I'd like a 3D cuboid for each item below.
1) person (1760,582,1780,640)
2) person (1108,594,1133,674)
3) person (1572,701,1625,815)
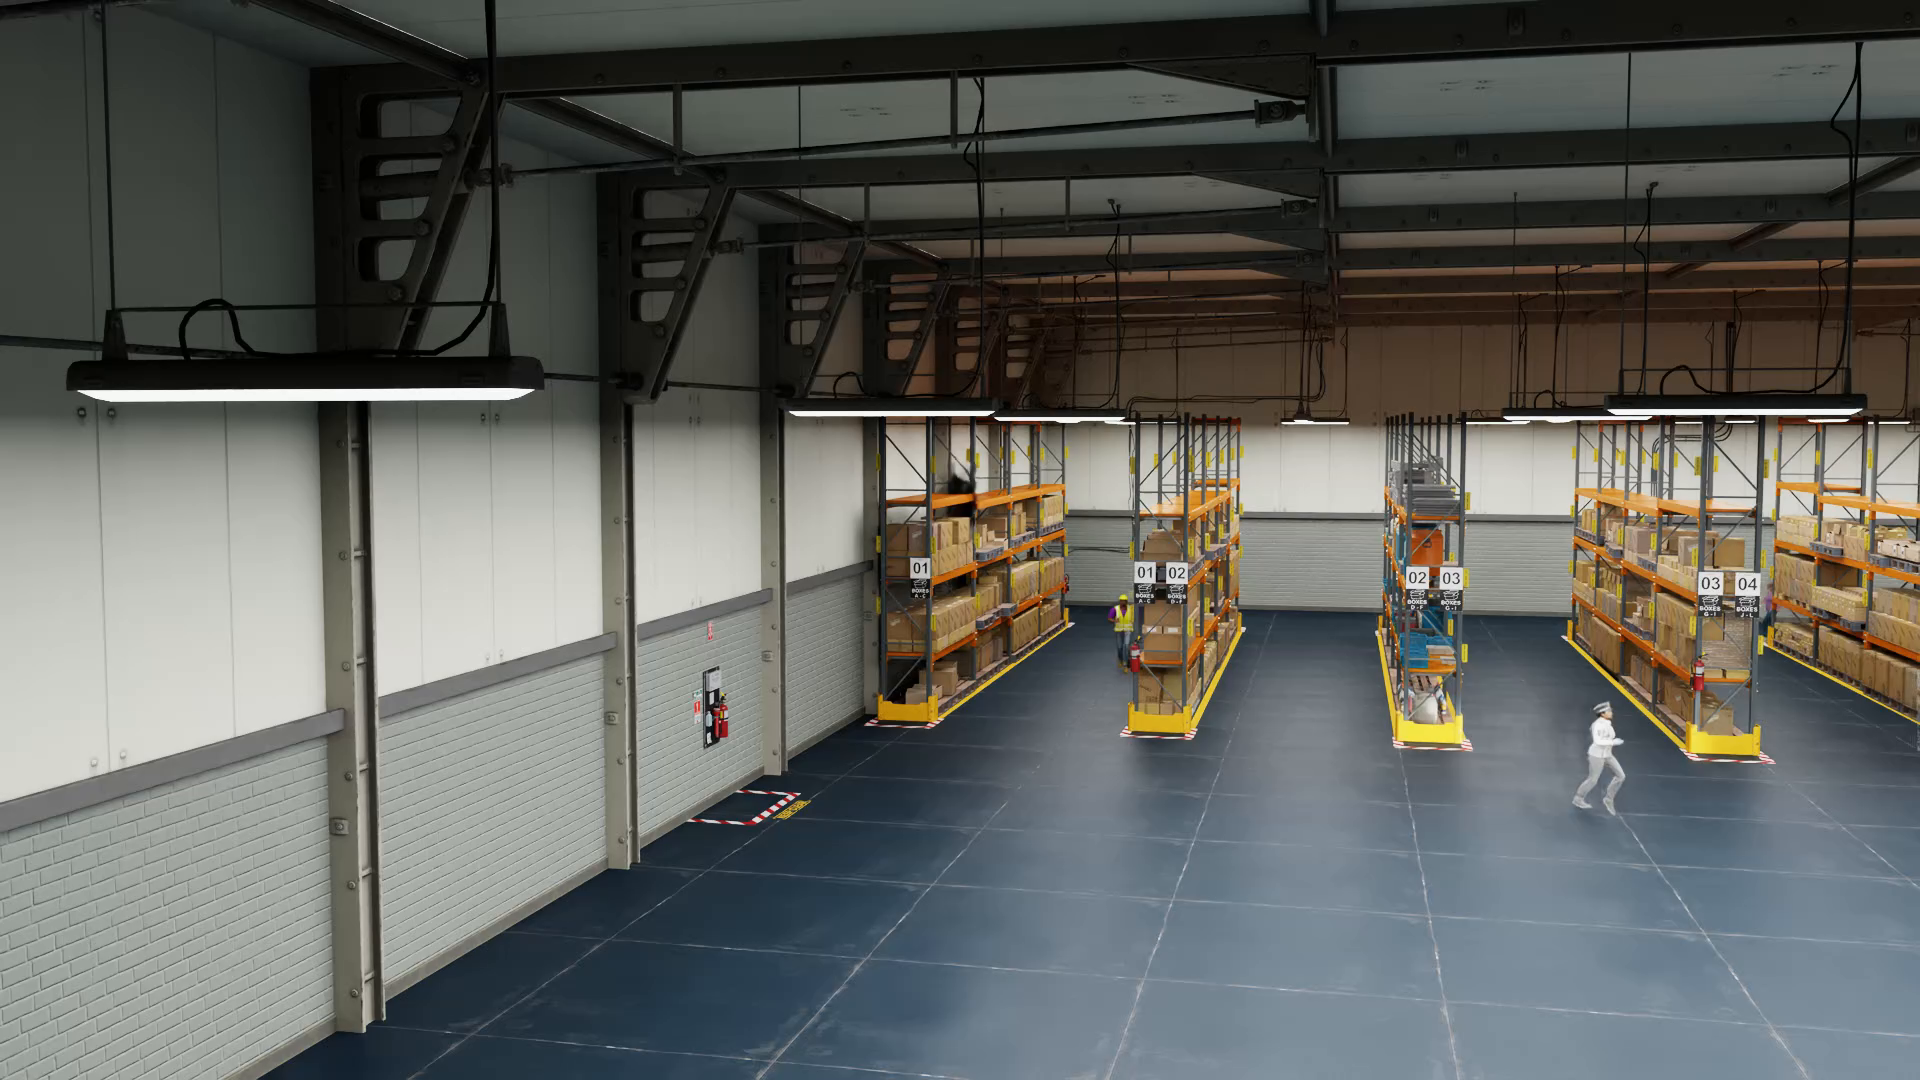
[{"bbox_3d":[21.753,1.928,44.493,0.818,1.602,0.578,1,4,9],"label":"person"},{"bbox_3d":[3.803,2.166,38.836,0.703,1.822,0.833,1,4,8],"label":"person"},{"bbox_3d":[9.454,3.223,24.621,0.752,1.714,0.594,3,5,42],"label":"person"}]
